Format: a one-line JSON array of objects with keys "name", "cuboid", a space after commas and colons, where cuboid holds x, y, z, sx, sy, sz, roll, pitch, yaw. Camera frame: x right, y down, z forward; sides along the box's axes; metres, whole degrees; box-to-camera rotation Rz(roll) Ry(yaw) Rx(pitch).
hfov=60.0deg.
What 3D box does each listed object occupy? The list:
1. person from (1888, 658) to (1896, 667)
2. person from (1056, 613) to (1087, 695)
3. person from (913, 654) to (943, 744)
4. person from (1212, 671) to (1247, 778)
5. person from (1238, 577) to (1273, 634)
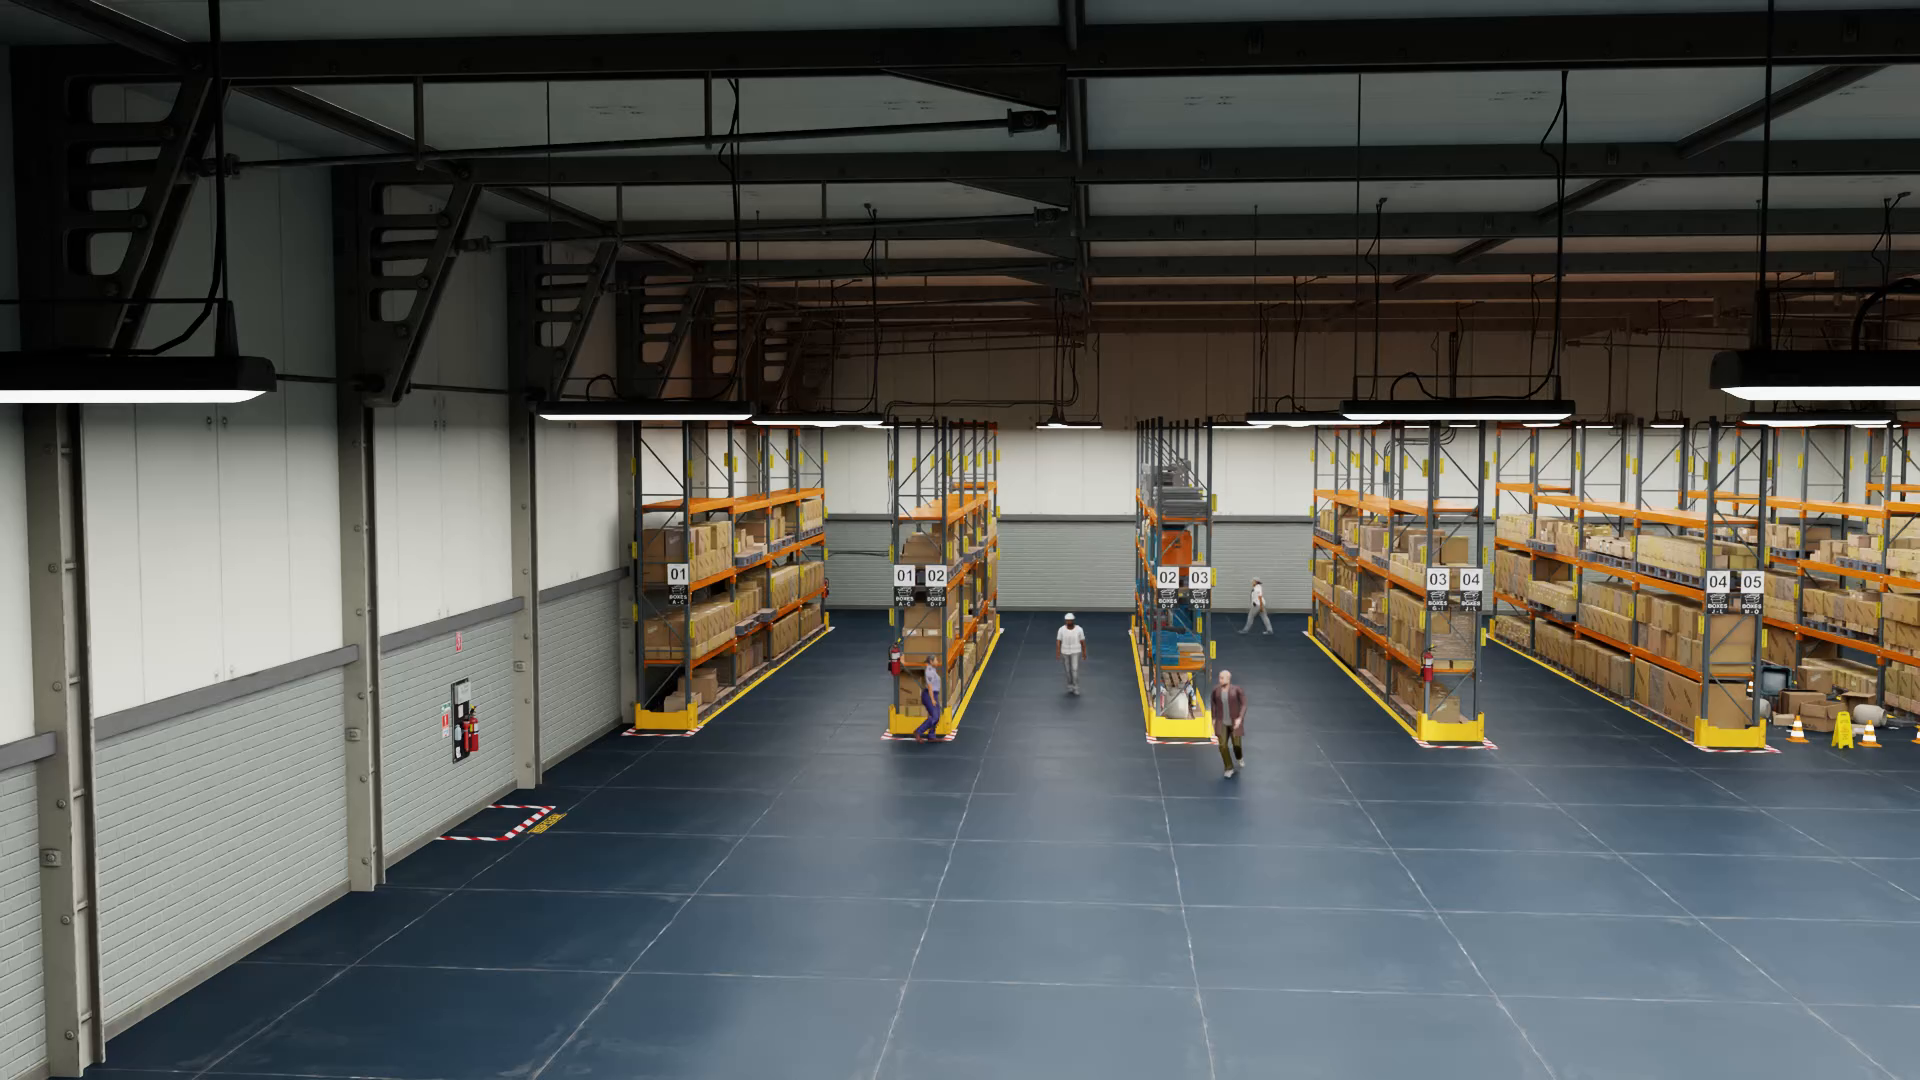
[{"name": "person", "cuboid": [21.746, 2.386, 38.389, 0.512, 1.768, 0.613, 0, 4, -1]}, {"name": "person", "cuboid": [2.397, 2.474, 36.157, 0.630, 1.751, 0.807, 1, 4, 15]}, {"name": "person", "cuboid": [-0.589, 2.924, 30.487, 0.577, 1.626, 0.589, 0, 4, -5]}, {"name": "person", "cuboid": [4.492, 3.042, 27.770, 0.630, 1.754, 0.731, 1, 4, 20]}, {"name": "person", "cuboid": [8.346, 1.841, 46.831, 0.981, 1.596, 0.498, 2, 4, 32]}]
